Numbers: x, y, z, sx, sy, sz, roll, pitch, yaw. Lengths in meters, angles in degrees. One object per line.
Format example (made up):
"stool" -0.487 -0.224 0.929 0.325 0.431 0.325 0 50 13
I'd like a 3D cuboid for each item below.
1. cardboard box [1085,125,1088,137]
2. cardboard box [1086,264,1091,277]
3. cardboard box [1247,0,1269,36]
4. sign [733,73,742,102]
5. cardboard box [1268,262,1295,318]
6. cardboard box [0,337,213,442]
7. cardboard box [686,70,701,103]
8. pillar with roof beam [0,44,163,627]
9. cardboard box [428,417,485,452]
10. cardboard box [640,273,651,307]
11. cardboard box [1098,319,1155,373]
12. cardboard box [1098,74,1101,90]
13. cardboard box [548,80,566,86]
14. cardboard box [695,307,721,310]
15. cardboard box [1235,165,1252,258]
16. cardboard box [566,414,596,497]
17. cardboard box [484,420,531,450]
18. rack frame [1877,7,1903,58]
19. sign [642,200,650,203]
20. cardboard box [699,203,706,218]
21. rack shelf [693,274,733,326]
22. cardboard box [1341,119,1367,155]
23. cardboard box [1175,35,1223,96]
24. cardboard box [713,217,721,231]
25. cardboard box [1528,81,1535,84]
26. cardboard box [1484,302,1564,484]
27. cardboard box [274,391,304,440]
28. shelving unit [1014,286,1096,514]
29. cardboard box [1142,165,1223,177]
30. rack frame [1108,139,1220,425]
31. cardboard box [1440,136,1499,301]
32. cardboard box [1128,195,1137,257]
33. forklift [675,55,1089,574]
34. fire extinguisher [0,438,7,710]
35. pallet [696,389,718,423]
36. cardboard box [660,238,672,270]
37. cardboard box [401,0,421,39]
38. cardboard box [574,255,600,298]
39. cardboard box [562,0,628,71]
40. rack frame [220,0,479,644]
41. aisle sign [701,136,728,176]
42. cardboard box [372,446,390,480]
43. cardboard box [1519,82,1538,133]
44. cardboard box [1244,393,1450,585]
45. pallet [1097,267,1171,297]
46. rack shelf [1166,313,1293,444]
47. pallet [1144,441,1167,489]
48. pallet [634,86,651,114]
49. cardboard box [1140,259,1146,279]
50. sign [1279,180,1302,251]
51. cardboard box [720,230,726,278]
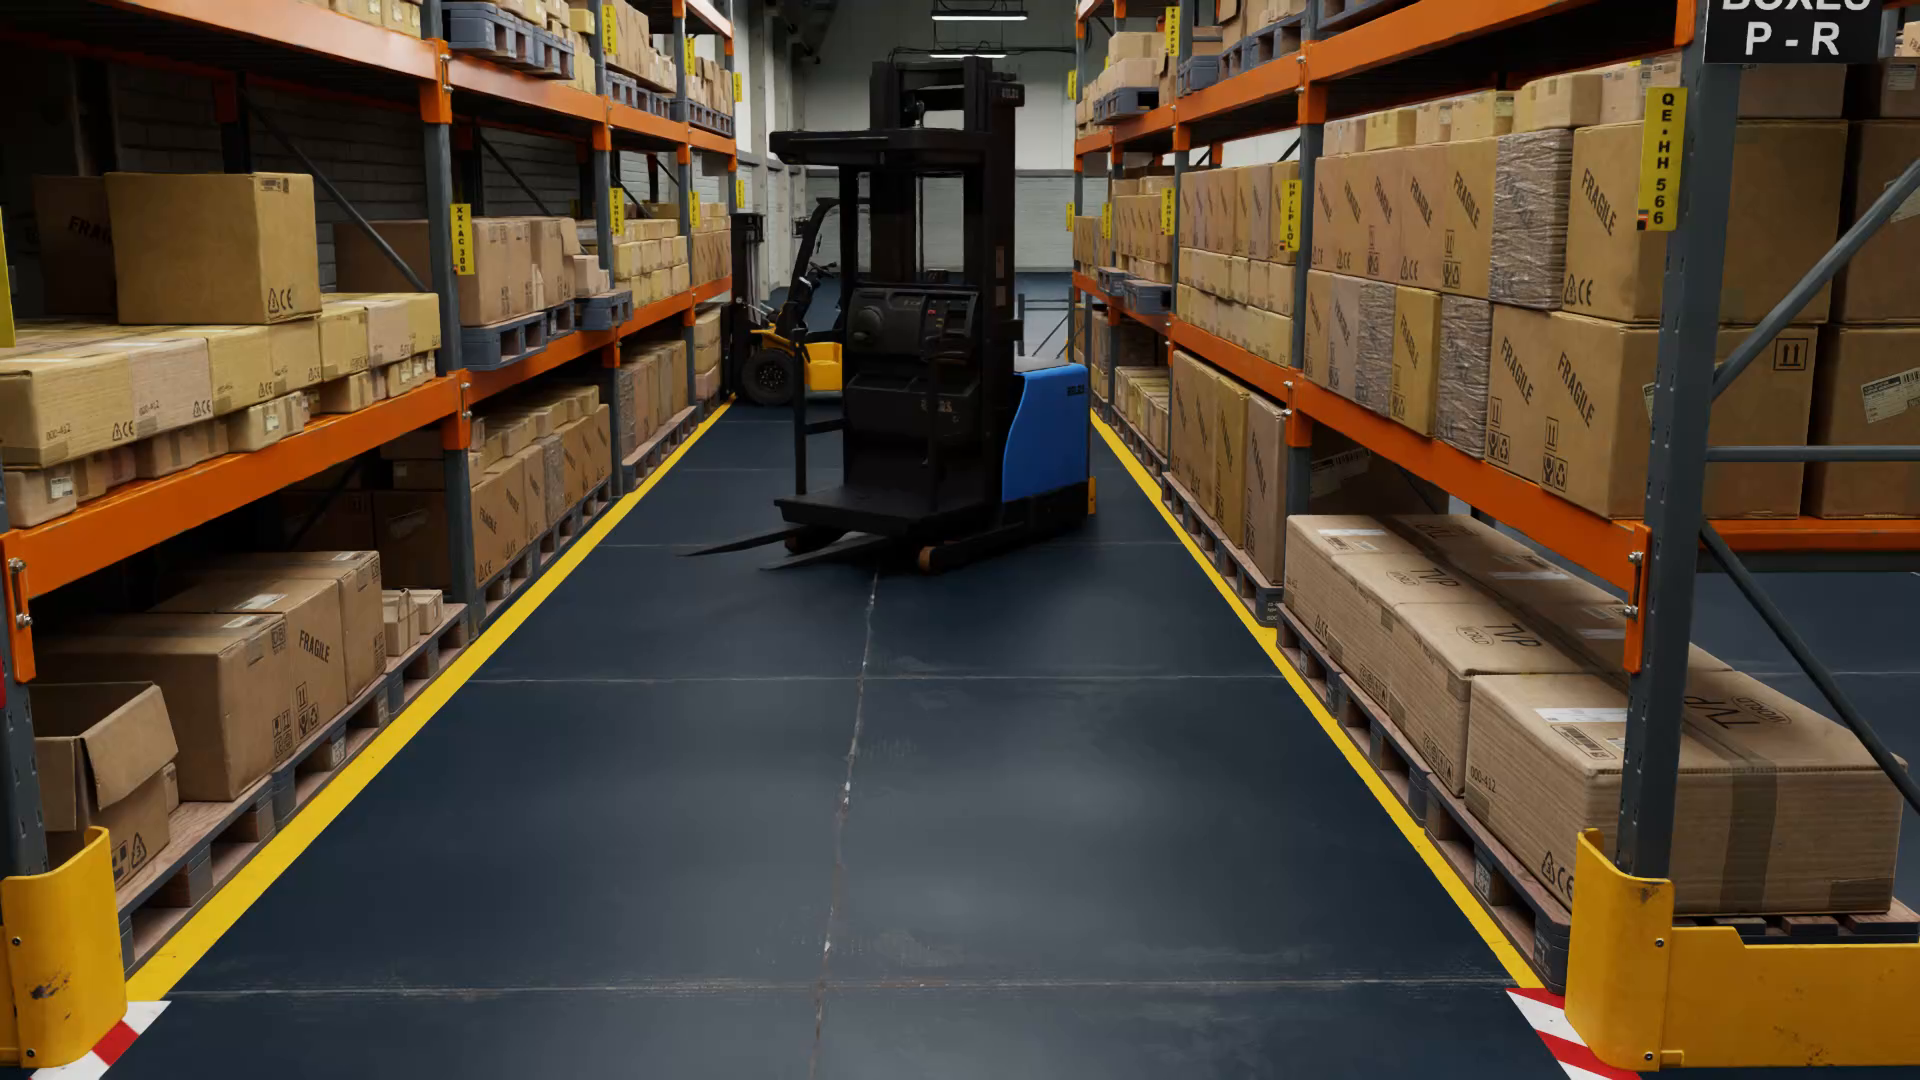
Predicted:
"cardboard box" 1.596 -4.556 18.561 0.380 0.149 0.250 0 11 0
"cardboard box" 1.590 -2.985 18.359 0.380 0.149 0.250 0 11 0
"cardboard box" 2.224 -3.320 10.527 0.700 0.500 0.500 -1 11 -4
"sign" -2.572 -5.225 19.197 0.100 0.325 0.005 0 11 -1
"cardboard box" 1.844 -1.254 8.316 0.500 0.250 0.500 0 11 -1
"cardboard box" -2.535 -0.443 4.830 0.500 0.250 0.500 0 11 -1
"cardboard box" -2.806 -4.413 16.137 0.500 0.311 0.500 0 11 0
"pillar with roof beam" 0.551 -3.790 6.610 9.100 9.000 0.400 0 11 -1
"cardboard box" -2.661 -0.543 8.543 0.380 0.149 0.250 -1 11 -4
"cardboard box" -2.737 -1.988 13.191 0.500 0.250 0.500 -1 11 -3
"cardboard box" 1.650 -1.928 16.494 0.500 0.500 0.500 0 11 -2
"cardboard box" 1.571 -4.541 16.478 0.380 0.149 0.250 0 11 1
"cardboard box" -2.674 -2.866 9.975 0.500 0.250 0.500 0 11 -1
"cardboard box" -2.757 -2.416 18.271 0.500 0.250 0.500 0 11 0
"cardboard box" 1.827 -1.826 9.251 0.500 0.500 0.500 0 11 1
"cardboard box" -2.726 -0.568 11.045 0.500 0.500 0.500 0 11 -2
"cardboard box" -2.698 -0.605 9.597 0.380 0.149 0.250 0 11 1
"rack frame" 6.960 -4.772 11.446 1.000 3.000 0.127 0 11 -1
"sign" -3.670 -3.822 19.478 0.100 0.325 0.005 0 11 -1
"cardboard box" -2.755 -3.296 16.631 0.380 0.149 0.250 0 11 0
"rack shelf" -3.073 -2.610 17.690 1.077 0.370 4.000 0 11 -1
"cardboard box" 1.864 -1.738 7.185 0.380 0.149 0.250 0 11 0
"cardboard box" 2.004 -3.499 12.464 0.700 0.500 0.500 0 11 -1
"cardboard box" -2.776 -3.404 17.913 0.380 0.149 0.250 0 11 -1
"cardboard box" 6.560 -5.021 18.541 0.500 0.250 0.500 0 11 -2
"cardboard box" 1.909 -0.444 4.954 0.500 0.500 0.500 0 11 -2
"cardboard box" -2.519 -0.432 5.774 0.380 0.149 0.250 0 11 0
"shelving unit" 0.615 -1.019 11.809 0.587 1.500 1.083 -1 11 -3
"cardboard box" 2.138 -3.359 16.059 0.700 0.500 0.500 0 11 -2
"rack frame" 1.931 -2.586 15.763 1.000 3.000 0.127 0 11 -1
"cardboard box" 1.883 -1.037 5.359 0.500 0.500 0.500 0 11 -1
"cardboard box" 1.682 -2.592 13.737 0.500 0.500 0.500 -1 11 -3
"forklift" -0.410 -1.347 9.825 1.130 2.935 3.031 8 14 34
"fire extinguisher" -2.319 0.068 3.810 0.296 0.674 0.183 0 11 -1
"pallet" -3.007 -1.357 16.716 1.003 0.211 1.213 0 11 -1
"cardboard box" -2.744 -2.436 14.143 0.500 0.250 0.500 0 11 0
"cardboard box" -2.564 -2.252 7.200 0.380 0.149 0.250 0 11 -2
"cardboard box" -2.604 -1.694 10.685 0.500 0.250 0.500 -1 11 -4
"cardboard box" -2.721 -3.689 12.094 0.500 0.500 0.500 0 11 -1
"rack frame" -2.867 -0.975 7.820 1.000 3.000 0.127 0 11 -1
"aisle sign" -2.822 -4.649 19.390 0.394 0.787 0.004 0 11 -1
"cardboard box" -3.173 -0.398 8.575 0.380 0.149 0.250 0 11 -1
"cardboard box" 1.888 -1.280 4.925 0.380 0.149 0.250 0 11 0
"cardboard box" 2.003 -0.283 8.699 0.875 0.875 0.875 0 11 1
"pallet" 1.801 -2.340 15.030 1.003 0.211 1.213 0 11 -1
"rack shelf" 2.055 -1.041 9.955 1.077 0.370 4.000 0 11 -1
"pallet" 1.999 -0.580 12.886 1.003 0.211 1.213 0 11 -1
"pallet" -3.079 -3.504 13.218 1.003 0.211 1.213 0 11 1
"cardboard box" 1.626 -2.146 13.166 0.380 0.149 0.250 0 11 0
"sign" 1.554 -1.520 7.796 0.100 0.325 0.005 0 11 -1
"cardboard box" -2.830 -3.107 18.080 0.500 0.500 0.500 0 11 -2
